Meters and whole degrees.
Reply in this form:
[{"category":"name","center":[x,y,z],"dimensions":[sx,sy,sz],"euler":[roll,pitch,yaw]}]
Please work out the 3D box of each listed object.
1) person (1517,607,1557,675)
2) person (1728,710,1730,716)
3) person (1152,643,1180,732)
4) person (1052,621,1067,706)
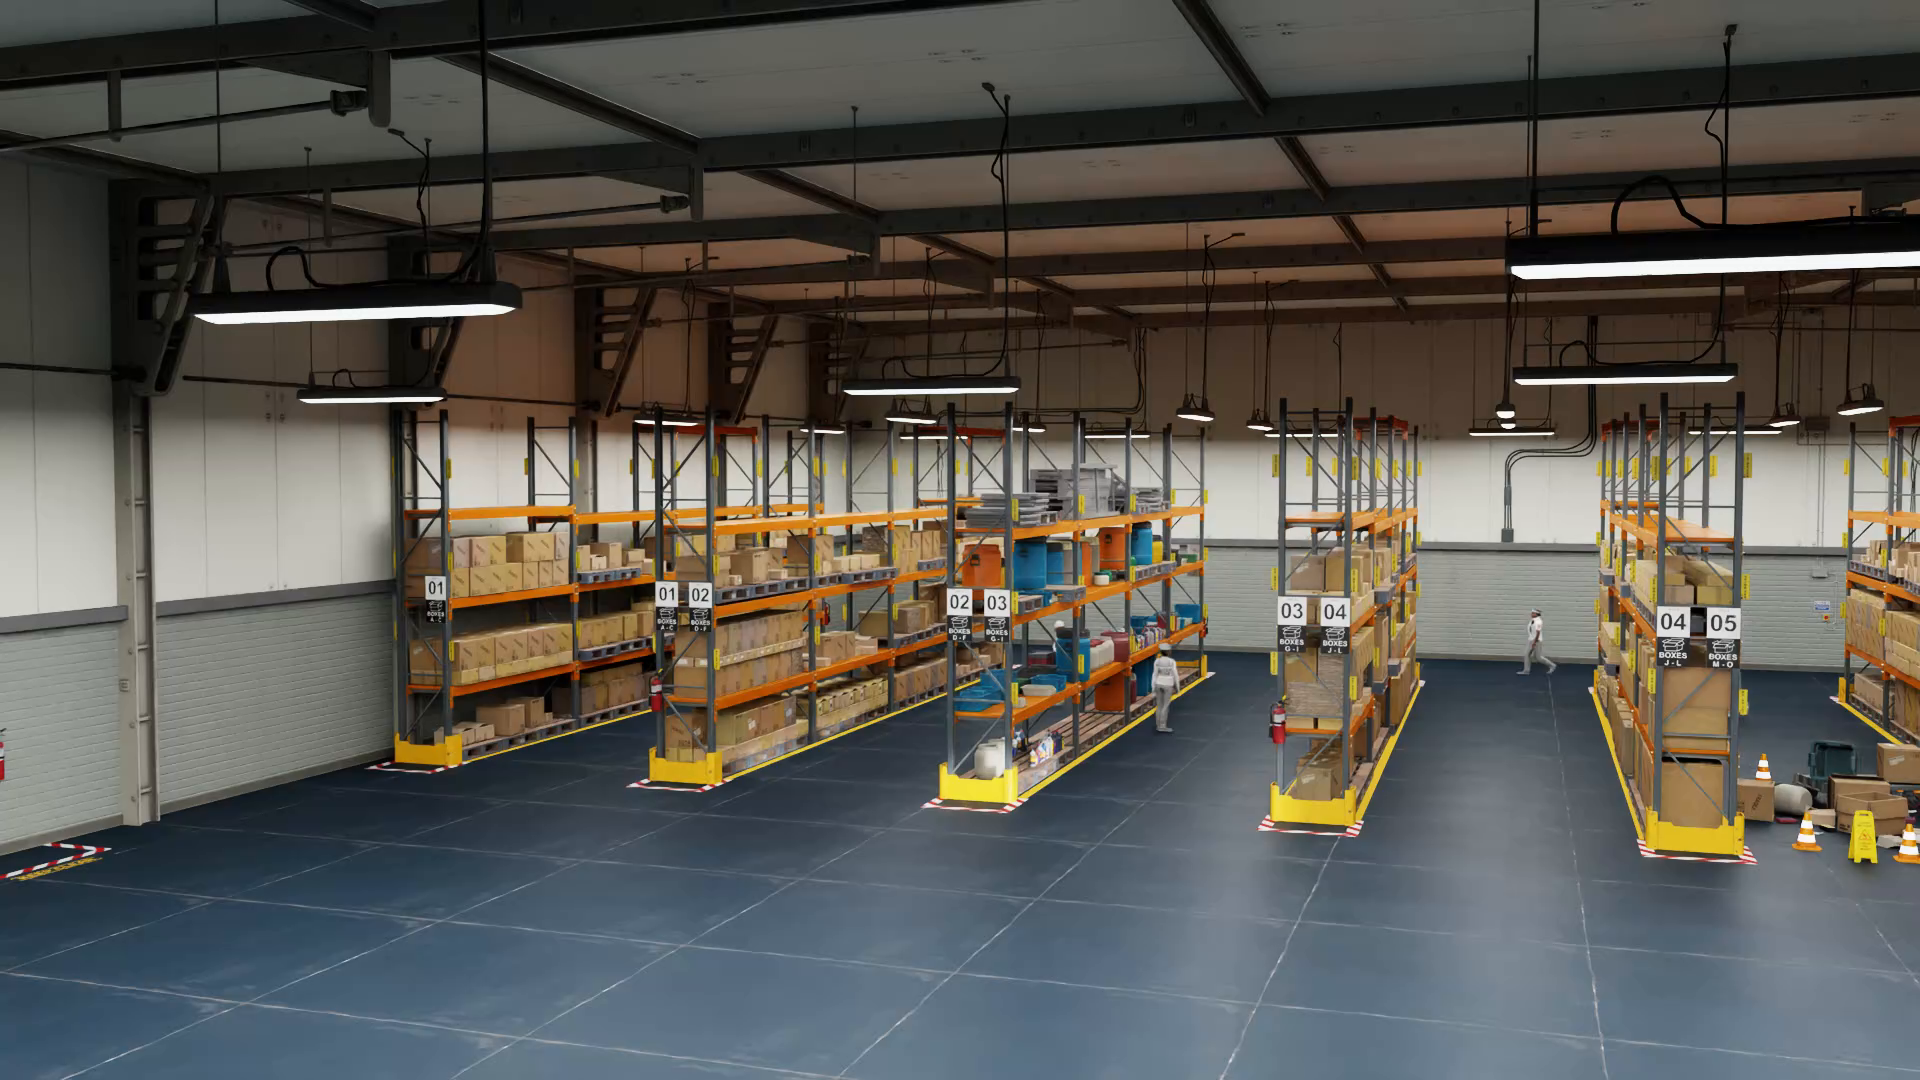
[{"category":"person","center":[13.902,2.440,40.112],"dimensions":[0.844,1.655,0.456],"euler":[0,2,7]},{"category":"person","center":[15.424,2.716,33.572],"dimensions":[0.466,1.660,0.473],"euler":[-1,3,-23]},{"category":"person","center":[3.919,2.796,31.600],"dimensions":[0.500,1.692,0.381],"euler":[2,3,41]},{"category":"person","center":[2.119,2.596,35.240],"dimensions":[0.414,1.783,0.627],"euler":[0,2,2]}]
